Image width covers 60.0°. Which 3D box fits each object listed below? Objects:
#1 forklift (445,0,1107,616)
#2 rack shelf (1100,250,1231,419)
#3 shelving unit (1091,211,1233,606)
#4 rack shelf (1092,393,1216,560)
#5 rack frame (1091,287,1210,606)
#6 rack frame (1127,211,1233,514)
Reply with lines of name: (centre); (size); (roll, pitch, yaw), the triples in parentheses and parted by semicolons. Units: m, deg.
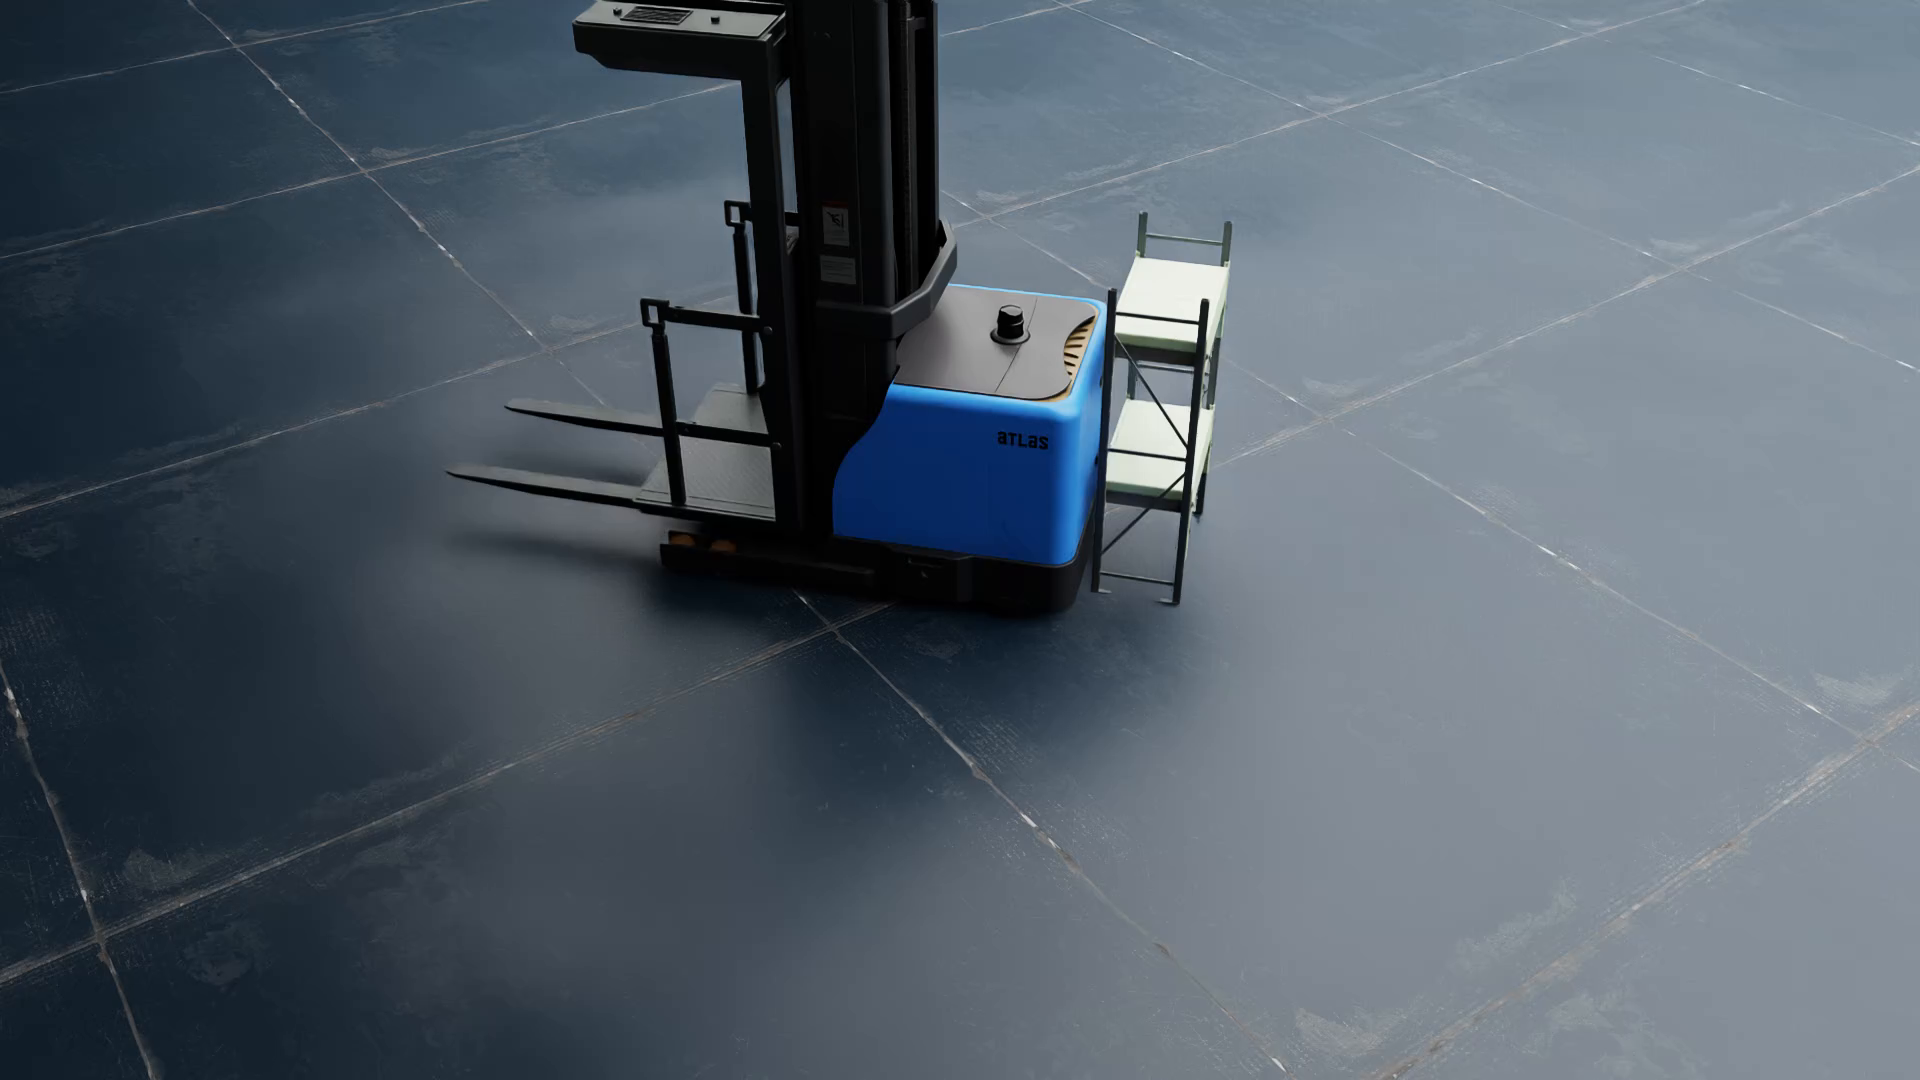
forklift: (-0.872, -1.313, 7.065); (3.031, 2.935, 1.130); (8, 36, 11)
rack shelf: (0.872, -0.877, 7.017); (0.431, 0.370, 0.720); (9, 37, 12)
shelving unit: (0.872, -0.561, 7.245); (0.431, 1.500, 0.755); (9, 37, 12)
rack shelf: (0.872, -0.296, 7.435); (0.431, 0.370, 0.720); (9, 37, 12)
rack frame: (0.780, -0.354, 6.957); (0.400, 1.500, 0.023); (9, 37, 12)
rack frame: (0.964, -0.767, 7.533); (0.400, 1.500, 0.023); (9, 37, 12)
